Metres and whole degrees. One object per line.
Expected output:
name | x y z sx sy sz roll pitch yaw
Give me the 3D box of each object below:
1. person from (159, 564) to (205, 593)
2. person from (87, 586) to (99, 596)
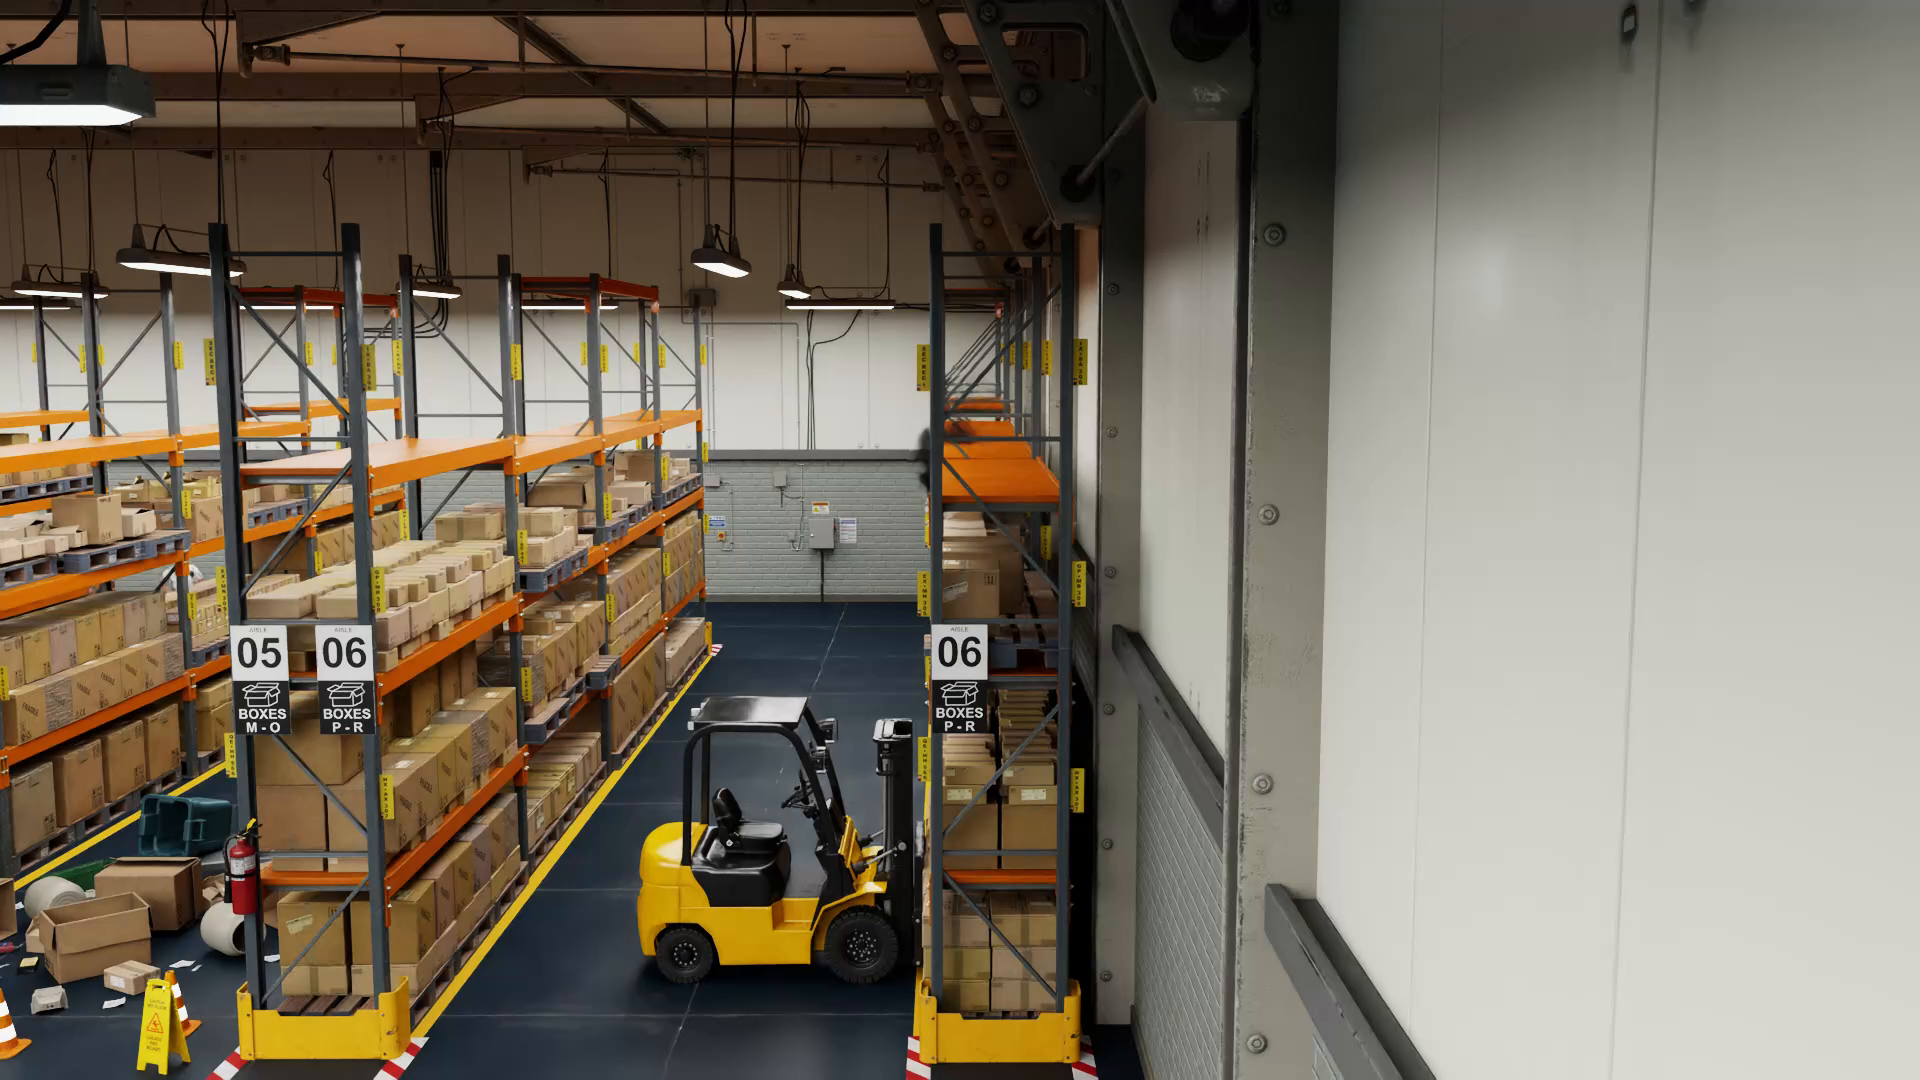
person | -13.046 1.049 27.990 0.659 1.805 0.703 -6 9 -39
person | -12.946 1.467 25.003 0.562 1.609 0.589 0 7 -3
